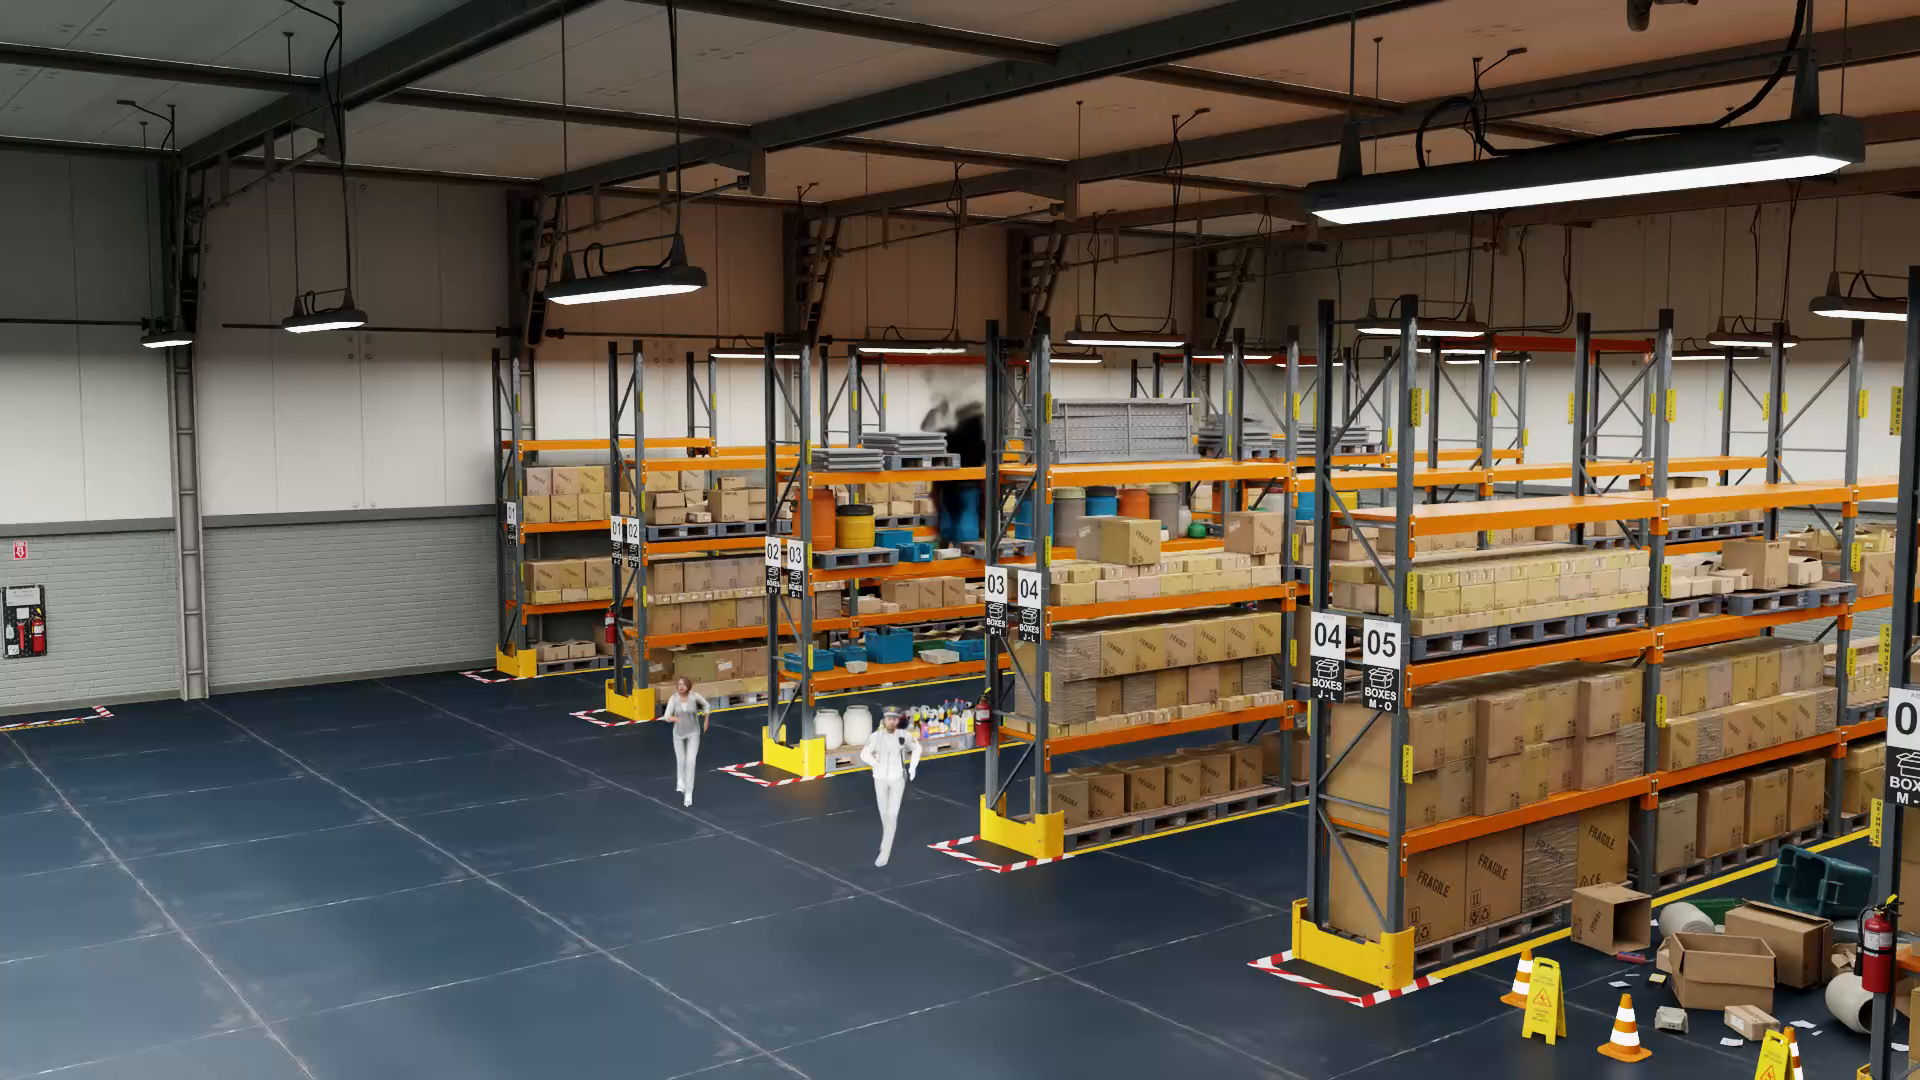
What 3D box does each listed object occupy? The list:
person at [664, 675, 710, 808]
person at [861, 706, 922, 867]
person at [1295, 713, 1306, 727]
[{"bbox_3d":[-3.467,2.514,21.138,0.549,1.632,0.849,0,5,-2],"label":"person"},{"bbox_3d":[-0.780,2.675,18.470,0.642,1.702,0.905,1,5,11],"label":"person"},{"bbox_3d":[5.233,2.086,25.207,0.679,1.733,0.621,5,7,44],"label":"person"}]
